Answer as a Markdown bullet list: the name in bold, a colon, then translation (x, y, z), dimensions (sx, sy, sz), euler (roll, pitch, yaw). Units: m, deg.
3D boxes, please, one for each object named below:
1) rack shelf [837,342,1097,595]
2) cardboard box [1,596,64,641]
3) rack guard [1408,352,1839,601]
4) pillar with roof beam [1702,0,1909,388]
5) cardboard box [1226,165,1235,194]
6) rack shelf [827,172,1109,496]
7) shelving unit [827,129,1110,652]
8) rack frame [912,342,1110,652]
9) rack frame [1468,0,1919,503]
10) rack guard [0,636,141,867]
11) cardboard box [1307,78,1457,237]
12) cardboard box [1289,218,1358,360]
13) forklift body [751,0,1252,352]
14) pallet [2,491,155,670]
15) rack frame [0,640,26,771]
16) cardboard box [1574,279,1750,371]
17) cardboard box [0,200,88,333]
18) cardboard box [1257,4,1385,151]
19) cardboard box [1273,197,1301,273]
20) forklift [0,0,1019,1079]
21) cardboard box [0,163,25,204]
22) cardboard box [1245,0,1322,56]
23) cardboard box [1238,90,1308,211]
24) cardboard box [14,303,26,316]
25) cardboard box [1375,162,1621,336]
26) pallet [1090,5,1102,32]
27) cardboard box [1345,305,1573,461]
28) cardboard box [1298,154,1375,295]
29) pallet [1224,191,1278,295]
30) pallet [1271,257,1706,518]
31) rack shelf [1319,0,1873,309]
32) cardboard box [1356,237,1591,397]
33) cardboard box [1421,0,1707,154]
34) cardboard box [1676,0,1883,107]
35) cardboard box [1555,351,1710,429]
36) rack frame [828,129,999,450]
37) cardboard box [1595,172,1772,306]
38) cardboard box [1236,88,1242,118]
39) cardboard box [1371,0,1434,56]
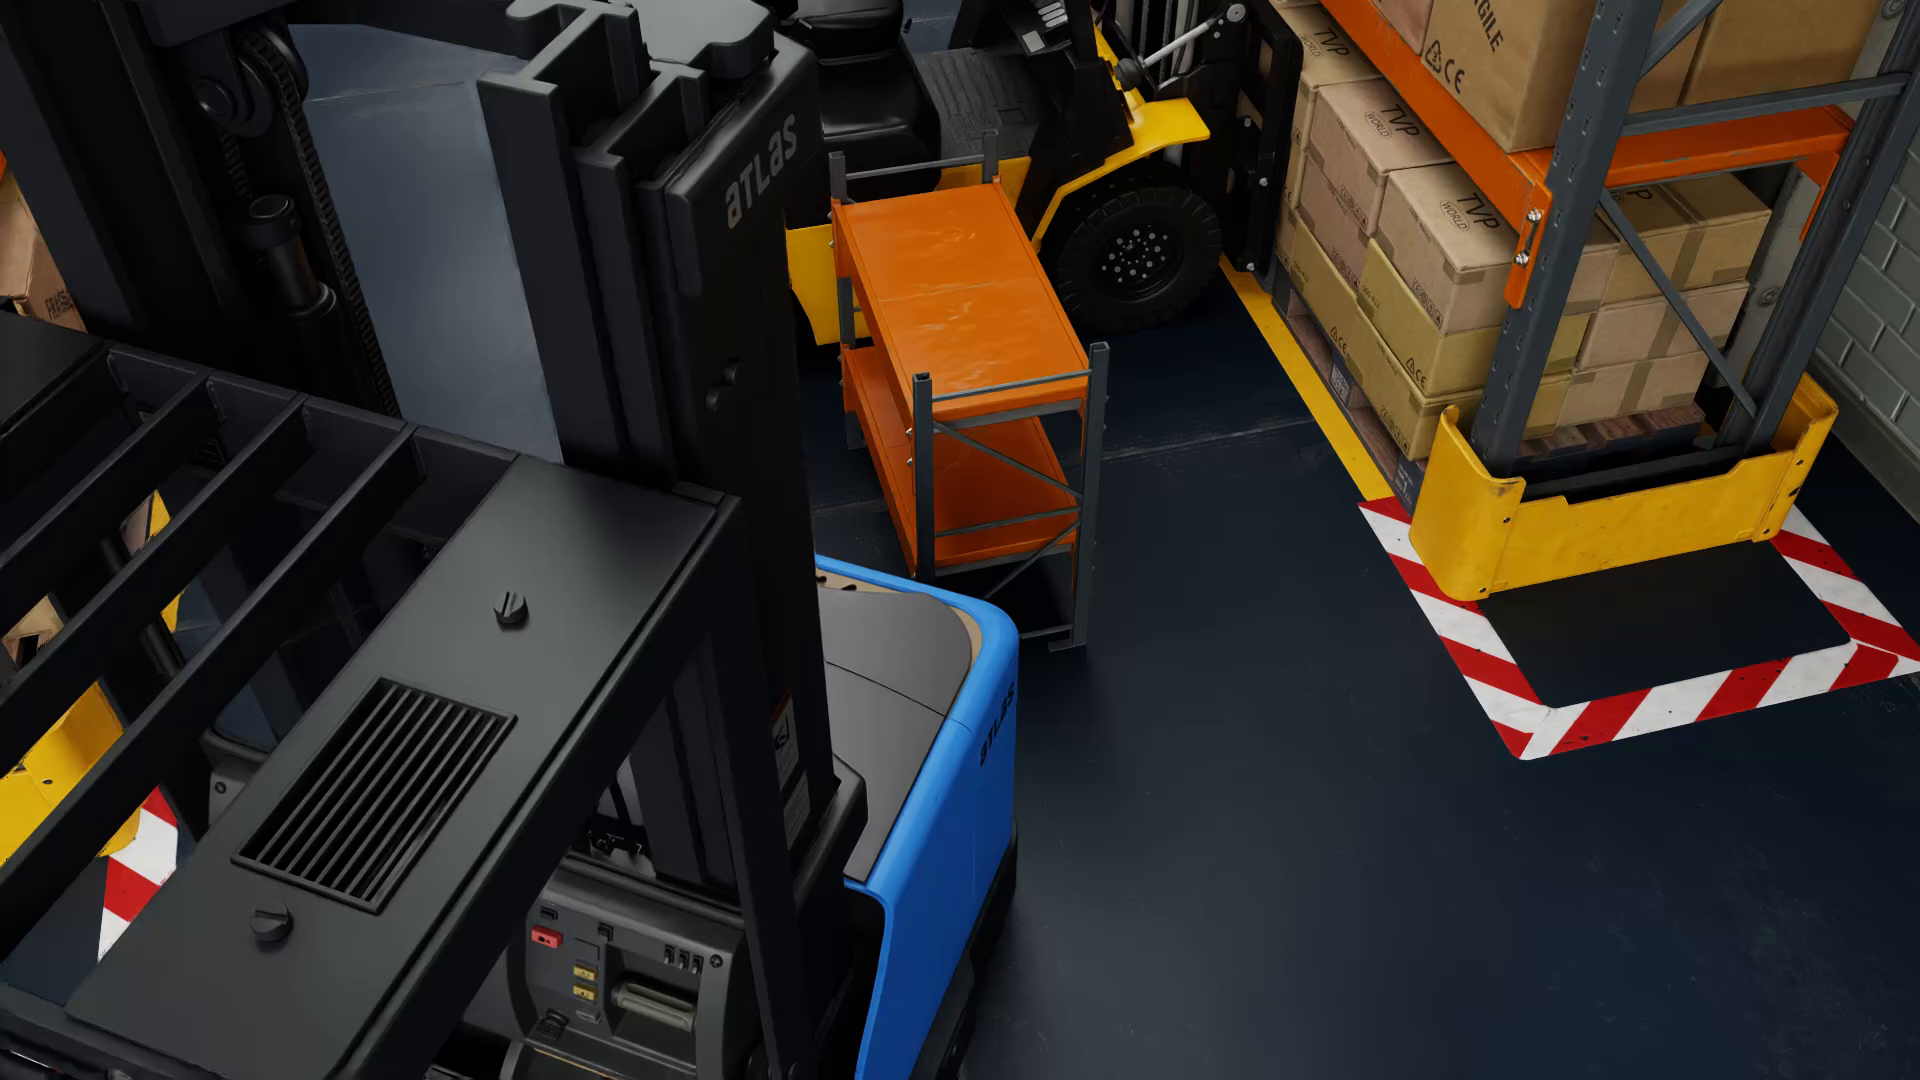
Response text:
- **rack shelf**: translation (-0.002, -0.227, 5.027), dimensions (0.538, 0.278, 1.000), euler (-11, 47, -10)
- **cardboard box**: translation (-2.730, 0.024, 4.758), dimensions (0.500, 0.250, 0.500), euler (-11, 47, -11)
- **rack guard**: translation (2.012, -0.203, 5.099), dimensions (1.175, 0.500, 0.348), euler (-11, 47, -10)
- **pillar with roof beam**: translation (-1.462, -3.053, 1.941), dimensions (9.100, 9.000, 0.400), euler (-11, 47, -10)
- **cardboard box**: translation (1.188, -1.592, 6.341), dimensions (0.500, 0.250, 0.500), euler (-9, 46, -9)
- **rack shelf**: translation (-0.002, -0.603, 4.644), dimensions (0.538, 0.278, 1.000), euler (-11, 47, -10)
- **shelving unit**: translation (-0.002, -0.398, 4.853), dimensions (0.538, 1.125, 1.048), euler (-11, 47, -10)
- **rack frame**: translation (0.128, -0.047, 4.509), dimensions (0.500, 1.125, 0.032), euler (-11, 47, -10)
- **rack frame**: translation (2.006, -1.094, 4.222), dimensions (1.000, 3.000, 0.127), euler (-11, 47, -10)
- **rack guard**: translation (-2.811, 0.638, 4.274), dimensions (1.175, 0.500, 0.348), euler (-11, 47, -10)
- **cardboard box**: translation (1.450, -1.241, 5.297), dimensions (0.500, 0.250, 0.500), euler (-10, 46, -10)
- **cardboard box**: translation (1.462, -0.891, 5.654), dimensions (0.500, 0.250, 0.500), euler (-11, 47, -10)
- **forklift body**: translation (-0.243, -1.773, 5.482), dimensions (2.313, 2.155, 1.214), euler (-11, 47, -10)
- **pallet**: translation (-2.984, 0.172, 4.934), dimensions (1.003, 0.211, 1.213), euler (-11, 47, -10)
- **rack frame**: translation (-2.791, -0.184, 3.330), dimensions (1.000, 3.000, 0.127), euler (-11, 47, -10)
- **cardboard box**: translation (2.087, -0.817, 5.231), dimensions (0.500, 0.250, 0.500), euler (-10, 46, -10)
- **cardboard box**: translation (-2.875, -0.615, 4.859), dimensions (0.500, 0.500, 0.500), euler (-12, 47, -12)
- **cardboard box**: translation (1.312, -1.588, 5.637), dimensions (0.500, 0.250, 0.500), euler (-10, 46, -10)
- **cardboard box**: translation (1.343, -1.238, 5.994), dimensions (0.500, 0.250, 0.500), euler (-10, 46, -10)
- **forklift**: translation (-0.852, 0.740, 2.473), dimensions (1.130, 2.935, 3.031), euler (15, 47, 14)
- **cardboard box**: translation (-2.995, -0.963, 5.200), dimensions (0.500, 0.500, 0.500), euler (-10, 46, -10)
- **cardboard box**: translation (1.189, -1.939, 5.981), dimensions (0.500, 0.250, 0.500), euler (-12, 47, -11)
- **cardboard box**: translation (1.309, -1.434, 5.836), dimensions (0.500, 0.250, 0.500), euler (-12, 47, -11)
- **cardboard box**: translation (-2.737, -0.255, 4.506), dimensions (0.500, 0.500, 0.500), euler (-12, 47, -12)
- **cardboard box**: translation (1.587, -0.890, 4.953), dimensions (0.500, 0.250, 0.500), euler (-9, 46, -9)
- **pallet**: translation (1.145, -2.323, 7.379), dimensions (1.003, 0.211, 1.213), euler (-11, 47, -10)
- **cardboard box**: translation (1.581, -0.546, 5.316), dimensions (0.500, 0.250, 0.500), euler (-10, 46, -10)
- **cardboard box**: translation (1.462, -1.081, 5.490), dimensions (0.500, 0.250, 0.500), euler (-11, 47, -11)
- **pallet**: translation (1.461, -1.479, 6.552), dimensions (1.003, 0.211, 1.213), euler (-11, 47, -10)
- **pallet**: translation (1.770, -0.639, 5.728), dimensions (1.003, 0.211, 1.213), euler (-11, 47, -10)
- **rack shelf**: translation (1.494, -2.223, 5.832), dimensions (1.077, 0.370, 4.000), euler (-11, 47, -10)
- **cardboard box**: translation (1.579, -0.733, 5.149), dimensions (0.500, 0.250, 0.500), euler (-11, 47, -11)
- **cardboard box**: translation (1.626, -1.421, 4.472), dimensions (0.500, 0.500, 0.500), euler (-12, 47, -11)
- **cardboard box**: translation (2.148, -1.522, 4.571), dimensions (0.500, 0.500, 0.500), euler (-9, 46, -9)
- **cardboard box**: translation (2.070, -0.654, 5.422), dimensions (0.500, 0.250, 0.500), euler (-11, 47, -10)
- **rack frame**: translation (-0.132, -0.749, 5.197), dimensions (0.500, 1.125, 0.032), euler (-11, 47, -10)
- **cardboard box**: translation (2.066, -0.995, 5.056), dimensions (0.500, 0.250, 0.500), euler (-11, 47, -11)
- **cardboard box**: translation (1.184, -1.780, 6.175), dimensions (0.500, 0.250, 0.500), euler (-11, 47, -10)
- **cardboard box**: translation (1.503, -1.781, 4.825), dimensions (0.500, 0.500, 0.500), euler (-9, 46, -9)
